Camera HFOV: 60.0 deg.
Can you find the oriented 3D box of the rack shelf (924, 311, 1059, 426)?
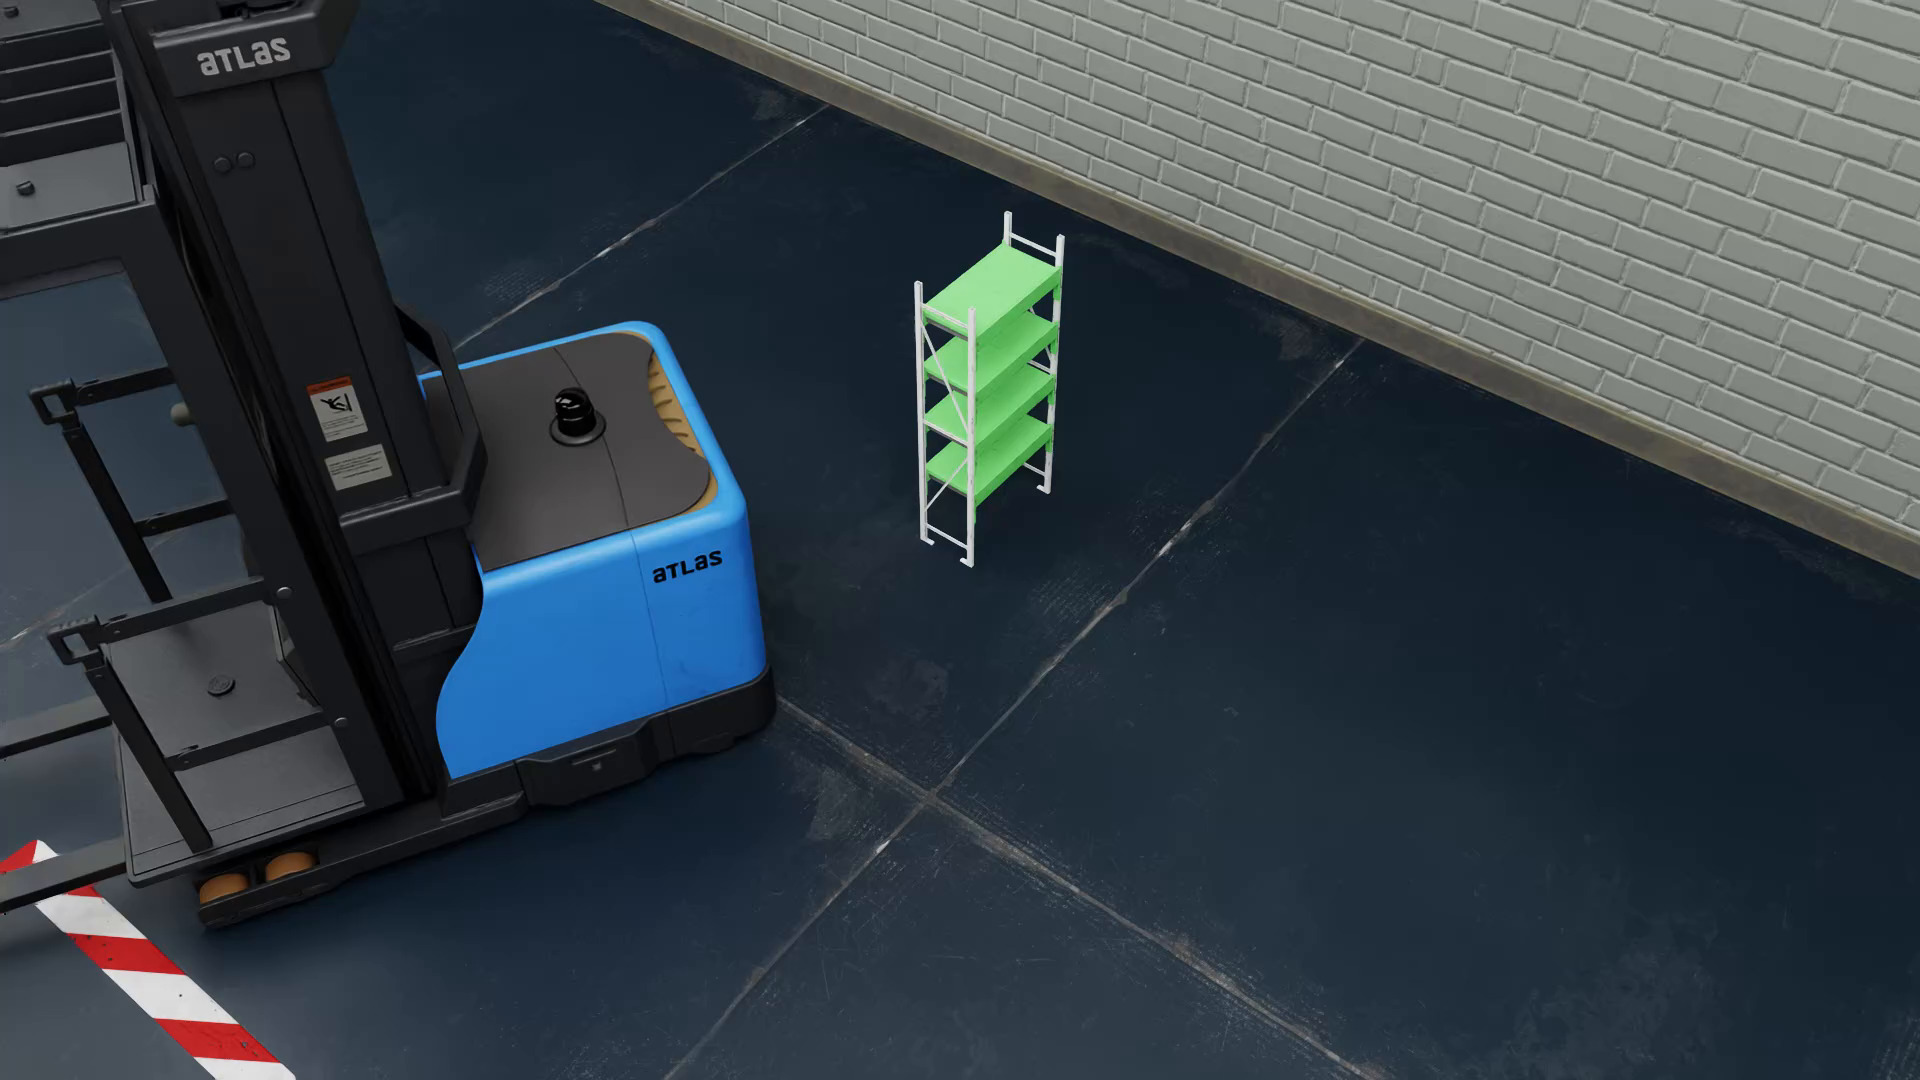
[{"bbox_3d":[0.101,-0.631,5.779,0.258,0.148,0.480,29,53,25],"label":"rack shelf"}]

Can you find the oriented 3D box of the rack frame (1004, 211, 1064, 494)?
[{"bbox_3d":[0.250,-0.649,6.040,0.240,1.200,0.015,29,53,25],"label":"rack frame"}]

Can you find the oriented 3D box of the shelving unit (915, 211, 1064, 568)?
[{"bbox_3d":[0.101,-0.509,5.907,0.258,1.200,0.503,29,53,25],"label":"shelving unit"}]

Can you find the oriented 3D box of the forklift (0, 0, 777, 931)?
[{"bbox_3d":[-2.183,-0.268,4.479,3.031,2.935,1.130,-17,49,-16],"label":"forklift"}]

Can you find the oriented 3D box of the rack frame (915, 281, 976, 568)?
[{"bbox_3d":[-0.048,-0.370,5.773,0.240,1.200,0.015,29,53,25],"label":"rack frame"}]

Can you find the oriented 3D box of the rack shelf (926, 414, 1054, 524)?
[{"bbox_3d":[0.101,-0.299,6.126,0.258,0.148,0.480,29,53,25],"label":"rack shelf"}]

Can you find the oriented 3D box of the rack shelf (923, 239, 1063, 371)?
[{"bbox_3d":[0.101,-0.797,5.606,0.258,0.148,0.480,29,53,25],"label":"rack shelf"}]

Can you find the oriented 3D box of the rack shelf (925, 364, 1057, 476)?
[{"bbox_3d":[0.101,-0.465,5.953,0.258,0.148,0.480,29,53,25],"label":"rack shelf"}]
